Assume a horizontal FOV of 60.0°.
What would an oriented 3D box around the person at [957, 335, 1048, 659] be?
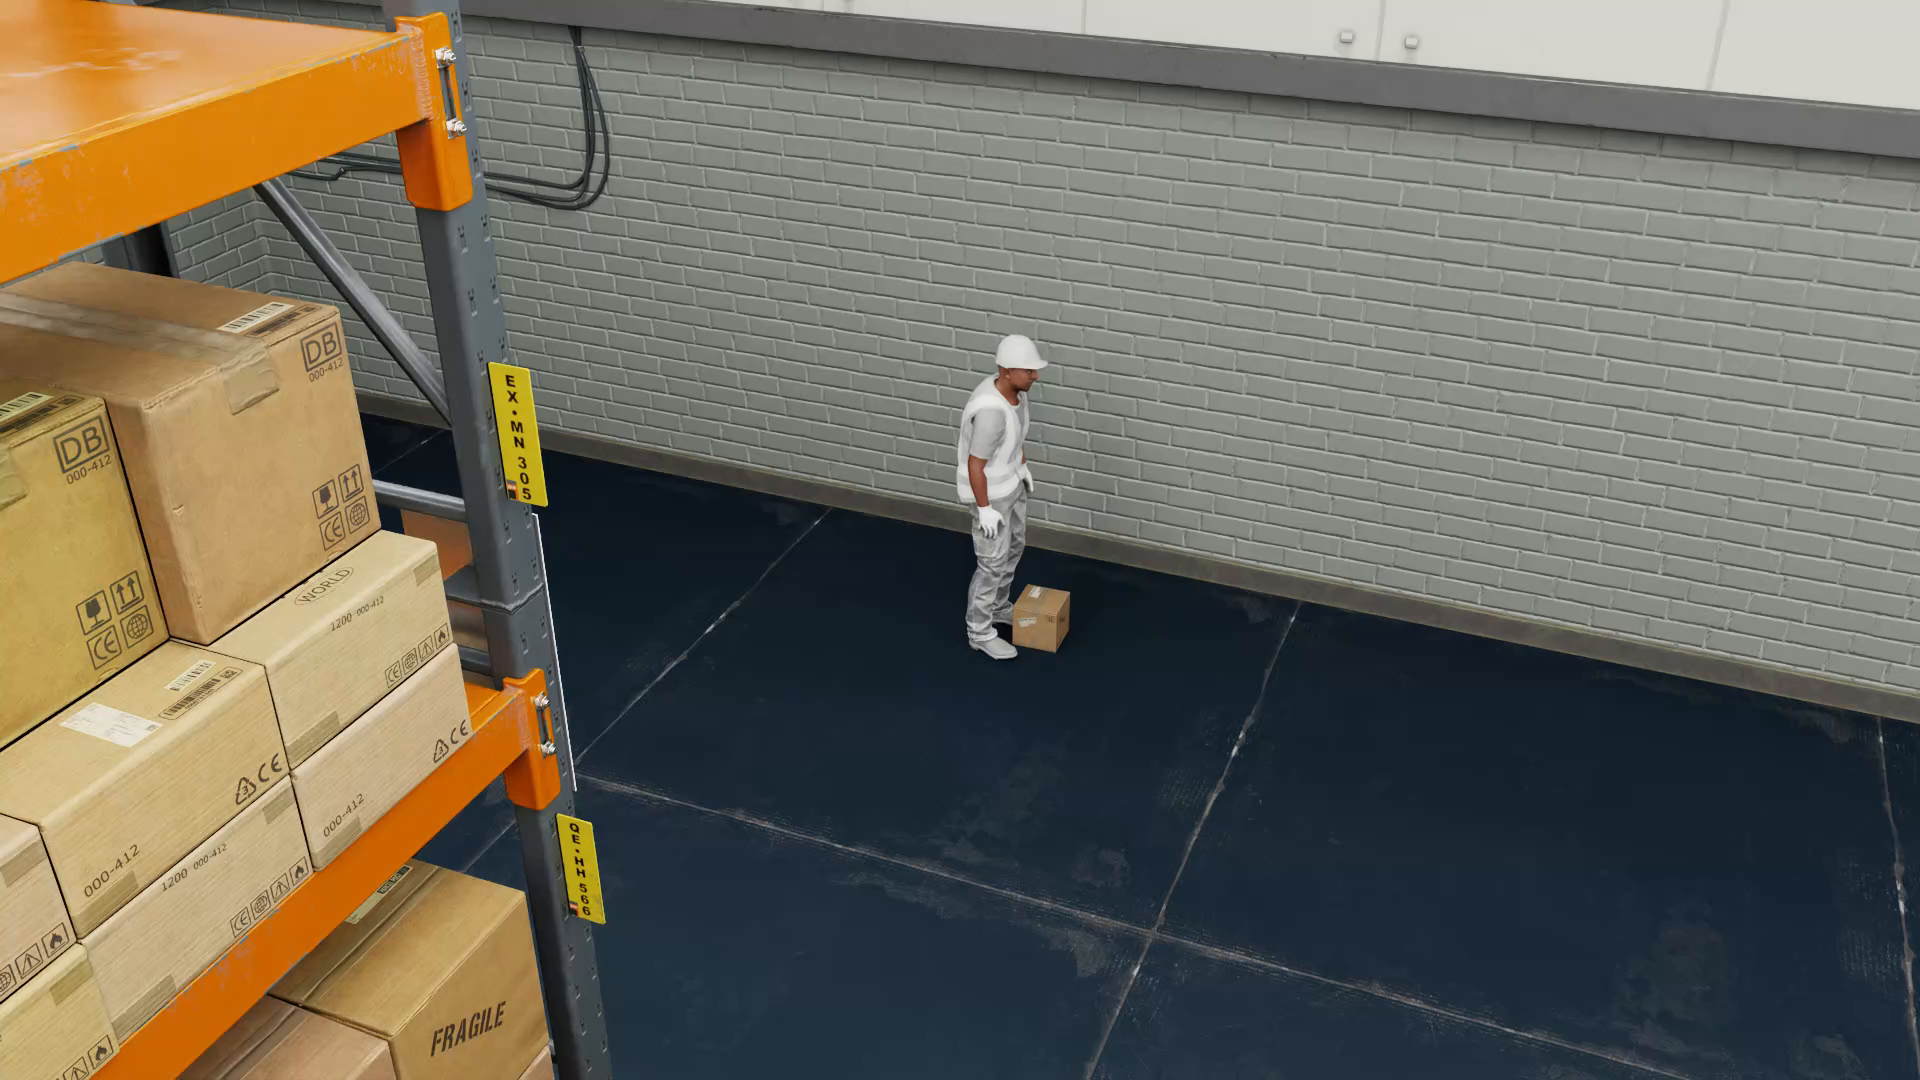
[{"bbox_3d":[0.224,-0.257,8.847,0.449,1.774,0.616,11,31,19],"label":"person"}]
